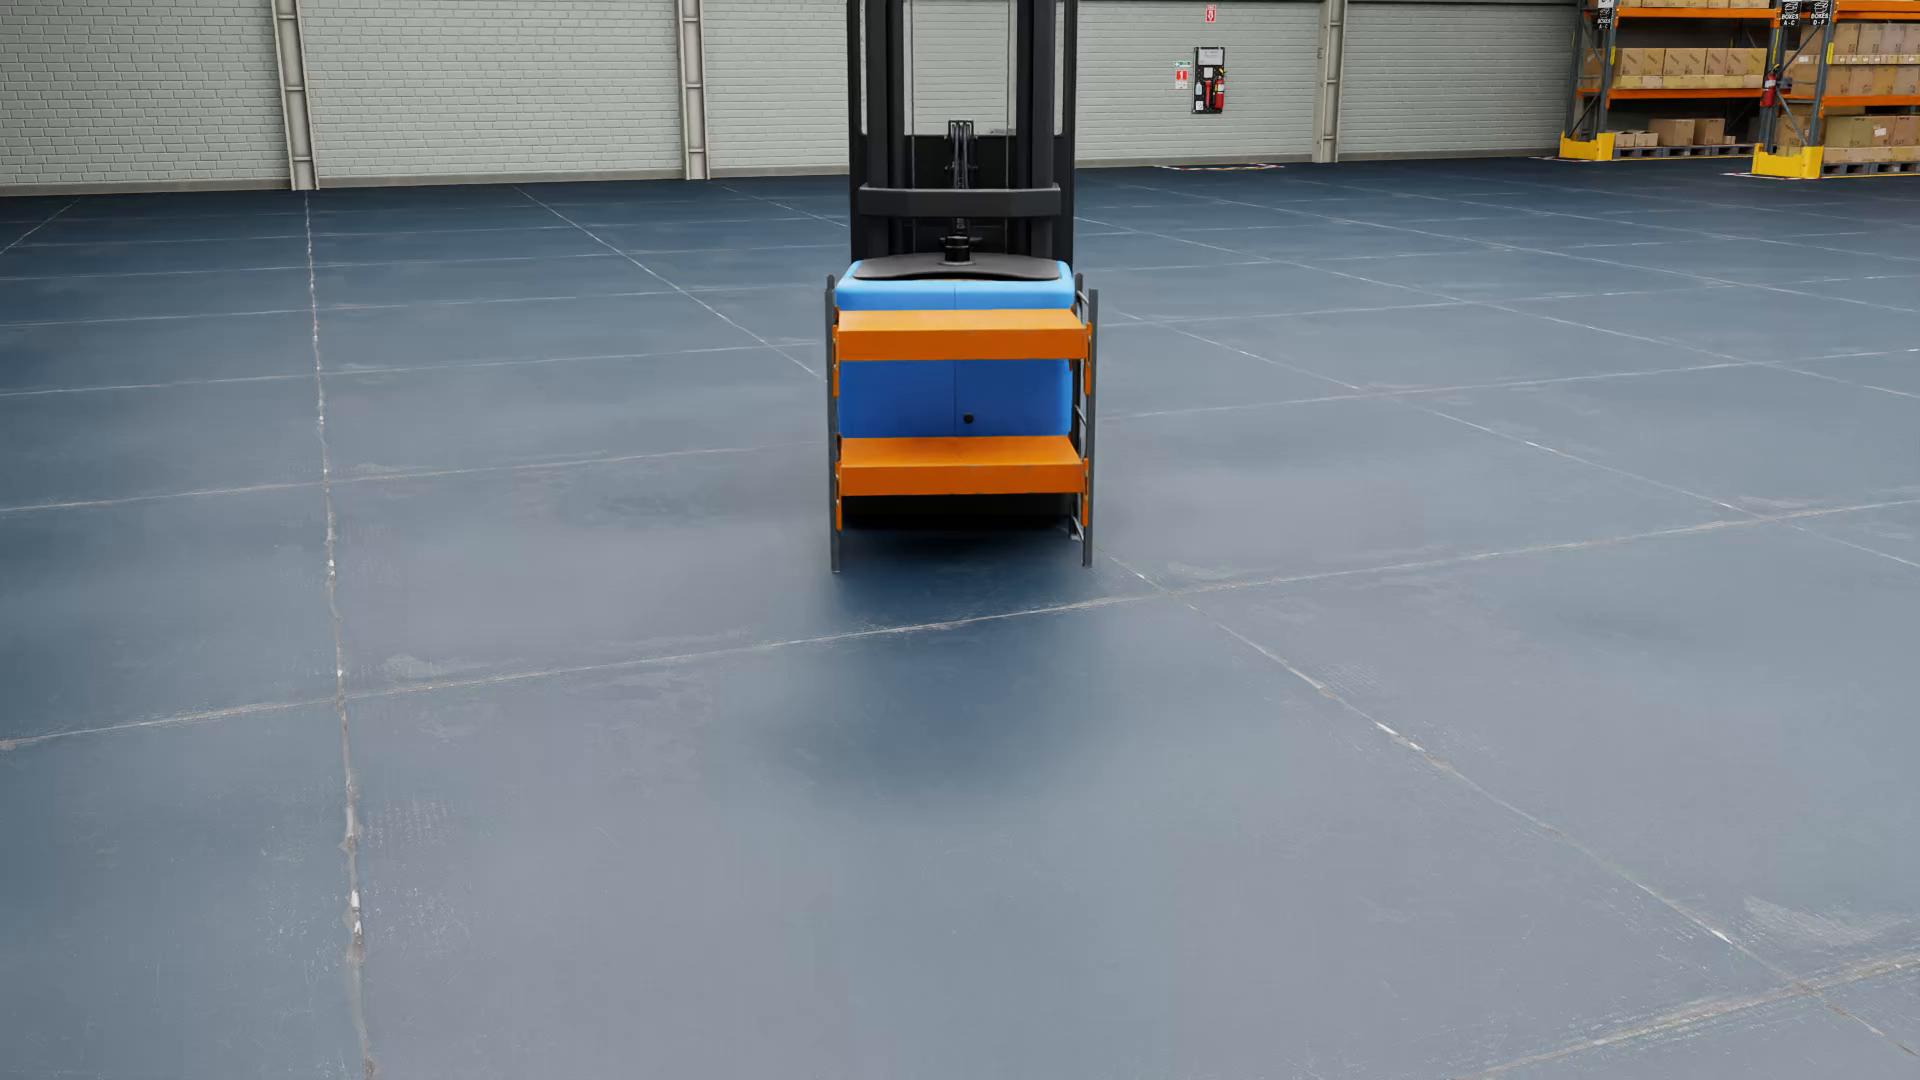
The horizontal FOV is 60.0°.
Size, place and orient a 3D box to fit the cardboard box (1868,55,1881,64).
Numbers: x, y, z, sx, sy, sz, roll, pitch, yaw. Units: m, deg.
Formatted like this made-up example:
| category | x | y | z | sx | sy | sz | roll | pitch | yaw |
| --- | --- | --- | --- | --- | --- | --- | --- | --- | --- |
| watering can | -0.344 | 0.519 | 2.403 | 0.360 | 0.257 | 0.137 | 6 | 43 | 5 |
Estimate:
| category | x | y | z | sx | sy | sz | roll | pitch | yaw |
| --- | --- | --- | --- | --- | --- | --- | --- | --- | --- |
| cardboard box | 15.073 | -8.002 | 27.694 | 0.250 | 0.149 | 0.380 | -6 | 18 | -21 |

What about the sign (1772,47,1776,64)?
| category | x | y | z | sx | sy | sz | roll | pitch | yaw |
| --- | --- | --- | --- | --- | --- | --- | --- | --- | --- |
| sign | 16.074 | -9.562 | 32.801 | 0.005 | 0.325 | 0.100 | -6 | 17 | -20 |

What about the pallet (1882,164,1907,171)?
| category | x | y | z | sx | sy | sz | roll | pitch | yaw |
| --- | --- | --- | --- | --- | --- | --- | --- | --- | --- |
| pallet | 16.891 | -6.579 | 29.127 | 1.213 | 0.211 | 1.003 | -6 | 17 | -20 |

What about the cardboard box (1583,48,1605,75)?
| category | x | y | z | sx | sy | sz | roll | pitch | yaw |
| --- | --- | --- | --- | --- | --- | --- | --- | --- | --- |
| cardboard box | 12.502 | -9.286 | 32.298 | 0.500 | 0.500 | 0.500 | -6 | 18 | -21 |

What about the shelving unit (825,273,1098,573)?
| category | x | y | z | sx | sy | sz | roll | pitch | yaw |
| --- | --- | --- | --- | --- | --- | --- | --- | --- | --- |
| shelving unit | -0.006 | -0.485 | 6.754 | 1.048 | 1.125 | 0.538 | -1 | 16 | -3 |

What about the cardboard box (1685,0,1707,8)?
| category | x | y | z | sx | sy | sz | roll | pitch | yaw |
| --- | --- | --- | --- | --- | --- | --- | --- | --- | --- |
| cardboard box | 14.030 | -10.508 | 32.021 | 0.500 | 0.500 | 0.500 | -5 | 17 | -17 |

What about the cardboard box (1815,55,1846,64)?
| category | x | y | z | sx | sy | sz | roll | pitch | yaw |
| --- | --- | --- | --- | --- | --- | --- | --- | --- | --- |
| cardboard box | 14.357 | -7.925 | 27.432 | 0.250 | 0.149 | 0.380 | -6 | 18 | -20 |

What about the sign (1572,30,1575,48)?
| category | x | y | z | sx | sy | sz | roll | pitch | yaw |
| --- | --- | --- | --- | --- | --- | --- | --- | --- | --- |
| sign | 11.958 | -9.741 | 32.329 | 0.005 | 0.325 | 0.100 | -6 | 17 | -20 |

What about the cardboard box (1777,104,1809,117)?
| category | x | y | z | sx | sy | sz | roll | pitch | yaw |
| --- | --- | --- | --- | --- | --- | --- | --- | --- | --- |
| cardboard box | 16.964 | -8.784 | 34.013 | 0.500 | 0.250 | 0.500 | -7 | 18 | -21 |

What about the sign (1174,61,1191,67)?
| category | x | y | z | sx | sy | sz | roll | pitch | yaw |
| --- | --- | --- | --- | --- | --- | --- | --- | --- | --- |
| sign | 4.012 | -8.581 | 29.990 | 0.331 | 0.109 | 0.001 | -6 | 17 | -20 |

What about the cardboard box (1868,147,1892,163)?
| category | x | y | z | sx | sy | sz | roll | pitch | yaw |
| --- | --- | --- | --- | --- | --- | --- | --- | --- | --- |
| cardboard box | 15.427 | -6.562 | 28.255 | 0.500 | 0.250 | 0.500 | -6 | 17 | -20 |

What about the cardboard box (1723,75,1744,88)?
| category | x | y | z | sx | sy | sz | roll | pitch | yaw |
| --- | --- | --- | --- | --- | --- | --- | --- | --- | --- |
| cardboard box | 15.071 | -9.051 | 32.827 | 0.500 | 0.250 | 0.500 | -6 | 17 | -20 |

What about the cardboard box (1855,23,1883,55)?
| category | x | y | z | sx | sy | sz | roll | pitch | yaw |
| --- | --- | --- | --- | --- | --- | --- | --- | --- | --- |
| cardboard box | 14.893 | -8.357 | 27.751 | 0.500 | 0.500 | 0.700 | -7 | 18 | -22 |

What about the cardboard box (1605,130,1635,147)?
| category | x | y | z | sx | sy | sz | roll | pitch | yaw |
| --- | --- | --- | --- | --- | --- | --- | --- | --- | --- |
| cardboard box | 12.816 | -7.853 | 32.507 | 0.500 | 0.311 | 0.500 | -8 | 18 | -26 |

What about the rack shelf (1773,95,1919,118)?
| category | x | y | z | sx | sy | sz | roll | pitch | yaw |
| --- | --- | --- | --- | --- | --- | --- | --- | --- | --- |
| rack shelf | 15.781 | -7.439 | 28.384 | 4.000 | 0.370 | 1.077 | -6 | 17 | -20 |

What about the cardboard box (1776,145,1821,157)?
| category | x | y | z | sx | sy | sz | roll | pitch | yaw |
| --- | --- | --- | --- | --- | --- | --- | --- | --- | --- |
| cardboard box | 14.309 | -6.597 | 28.373 | 0.500 | 0.250 | 0.500 | -6 | 17 | -20 |

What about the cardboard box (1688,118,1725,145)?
| category | x | y | z | sx | sy | sz | roll | pitch | yaw |
| --- | --- | --- | --- | --- | --- | --- | --- | --- | --- |
| cardboard box | 14.918 | -8.185 | 33.304 | 0.500 | 0.500 | 0.500 | -8 | 18 | -24 |

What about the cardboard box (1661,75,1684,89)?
| category | x | y | z | sx | sy | sz | roll | pitch | yaw |
| --- | --- | --- | --- | --- | --- | --- | --- | --- | --- |
| cardboard box | 13.665 | -8.895 | 32.295 | 0.500 | 0.250 | 0.500 | -6 | 18 | -21 |

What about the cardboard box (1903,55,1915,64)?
| category | x | y | z | sx | sy | sz | roll | pitch | yaw |
| --- | --- | --- | --- | --- | --- | --- | --- | --- | --- |
| cardboard box | 15.793 | -8.080 | 27.959 | 0.250 | 0.149 | 0.380 | -6 | 17 | -20 |

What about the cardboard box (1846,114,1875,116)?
| category | x | y | z | sx | sy | sz | roll | pitch | yaw |
| --- | --- | --- | --- | --- | --- | --- | --- | --- | --- |
| cardboard box | 15.704 | -7.112 | 28.796 | 0.500 | 0.500 | 0.500 | -6 | 17 | -20 |

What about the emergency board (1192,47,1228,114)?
| category | x | y | z | sx | sy | sz | roll | pitch | yaw |
| --- | --- | --- | --- | --- | --- | --- | --- | --- | --- |
| emergency board | 4.558 | -8.340 | 30.174 | 0.643 | 1.169 | 0.194 | -6 | 17 | -20 |

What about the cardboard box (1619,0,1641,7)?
| category | x | y | z | sx | sy | sz | roll | pitch | yaw |
| --- | --- | --- | --- | --- | --- | --- | --- | --- | --- |
| cardboard box | 12.539 | -10.350 | 31.484 | 0.500 | 0.500 | 0.500 | -6 | 17 | -19 |

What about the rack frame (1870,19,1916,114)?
| category | x | y | z | sx | sy | sz | roll | pitch | yaw |
| --- | --- | --- | --- | --- | --- | --- | --- | --- | --- |
| rack frame | 19.608 | -9.692 | 34.779 | 0.127 | 3.000 | 1.000 | -6 | 17 | -20 |

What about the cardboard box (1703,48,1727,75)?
| category | x | y | z | sx | sy | sz | roll | pitch | yaw |
| --- | --- | --- | --- | --- | --- | --- | --- | --- | --- |
| cardboard box | 14.604 | -9.358 | 32.540 | 0.500 | 0.500 | 0.500 | -7 | 18 | -22 |

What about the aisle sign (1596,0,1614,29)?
| category | x | y | z | sx | sy | sz | roll | pitch | yaw |
| --- | --- | --- | --- | --- | --- | --- | --- | --- | --- |
| aisle sign | 12.178 | -10.047 | 31.373 | 0.004 | 0.787 | 0.394 | -6 | 17 | -20 |

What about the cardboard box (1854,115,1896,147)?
| category | x | y | z | sx | sy | sz | roll | pitch | yaw |
| --- | --- | --- | --- | --- | --- | --- | --- | --- | --- |
| cardboard box | 15.423 | -6.925 | 28.160 | 0.500 | 0.500 | 0.500 | -6 | 17 | -20 |

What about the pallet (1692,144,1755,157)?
| category | x | y | z | sx | sy | sz | roll | pitch | yaw |
| --- | --- | --- | --- | --- | --- | --- | --- | --- | --- |
| pallet | 15.258 | -7.874 | 33.537 | 1.213 | 0.211 | 1.003 | -6 | 17 | -20 |

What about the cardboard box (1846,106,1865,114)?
| category | x | y | z | sx | sy | sz | roll | pitch | yaw |
| --- | --- | --- | --- | --- | --- | --- | --- | --- | --- |
| cardboard box | 18.400 | -8.936 | 34.531 | 0.500 | 0.250 | 0.500 | -6 | 17 | -19 |

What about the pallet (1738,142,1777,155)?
| category | x | y | z | sx | sy | sz | roll | pitch | yaw |
| --- | --- | --- | --- | --- | --- | --- | --- | --- | --- |
| pallet | 16.599 | -8.030 | 34.068 | 1.213 | 0.211 | 1.003 | -6 | 17 | -20 |

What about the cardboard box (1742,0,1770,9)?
| category | x | y | z | sx | sy | sz | roll | pitch | yaw |
| --- | --- | --- | --- | --- | --- | --- | --- | --- | --- |
| cardboard box | 15.487 | -10.669 | 32.571 | 0.500 | 0.500 | 0.500 | -6 | 17 | -19 |

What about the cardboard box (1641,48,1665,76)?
| category | x | y | z | sx | sy | sz | roll | pitch | yaw |
| --- | --- | --- | --- | --- | --- | --- | --- | --- | --- |
| cardboard box | 13.156 | -9.199 | 32.001 | 0.500 | 0.500 | 0.500 | -6 | 17 | -20 |

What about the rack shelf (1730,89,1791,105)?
| category | x | y | z | sx | sy | sz | roll | pitch | yaw |
| --- | --- | --- | --- | --- | --- | --- | --- | --- | --- |
| rack shelf | 17.740 | -9.145 | 34.194 | 4.000 | 0.370 | 1.077 | -6 | 17 | -20 |

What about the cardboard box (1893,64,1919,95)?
| category | x | y | z | sx | sy | sz | roll | pitch | yaw |
| --- | --- | --- | --- | --- | --- | --- | --- | --- | --- |
| cardboard box | 15.799 | -7.831 | 28.265 | 0.500 | 0.500 | 0.700 | -6 | 17 | -18 |

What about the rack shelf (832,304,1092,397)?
| category | x | y | z | sx | sy | sz | roll | pitch | yaw |
| --- | --- | --- | --- | --- | --- | --- | --- | --- | --- |
| rack shelf | -0.006 | -0.766 | 6.671 | 1.000 | 0.278 | 0.538 | -1 | 16 | -3 |

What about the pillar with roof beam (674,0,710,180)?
| category | x | y | z | sx | sy | sz | roll | pitch | yaw |
| --- | --- | --- | --- | --- | --- | --- | --- | --- | --- |
| pillar with roof beam | -2.786 | -9.115 | 22.166 | 0.400 | 9.000 | 9.100 | -6 | 17 | -20 |

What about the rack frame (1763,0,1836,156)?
| category | x | y | z | sx | sy | sz | roll | pitch | yaw |
| --- | --- | --- | --- | --- | --- | --- | --- | --- | --- |
| rack frame | 13.914 | -7.583 | 27.596 | 0.127 | 3.000 | 1.000 | -6 | 17 | -20 |

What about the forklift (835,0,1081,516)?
| category | x | y | z | sx | sy | sz | roll | pitch | yaw |
| --- | --- | --- | --- | --- | --- | --- | --- | --- | --- |
| forklift | 0.016 | -1.870 | 8.266 | 1.130 | 2.935 | 3.031 | 0 | 16 | 1 |

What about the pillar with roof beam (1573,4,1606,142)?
| category | x | y | z | sx | sy | sz | roll | pitch | yaw |
| --- | --- | --- | --- | --- | --- | --- | --- | --- | --- |
| pillar with roof beam | 14.022 | -10.930 | 28.346 | 0.400 | 9.000 | 9.100 | -6 | 17 | -20 |

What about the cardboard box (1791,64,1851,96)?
| category | x | y | z | sx | sy | sz | roll | pitch | yaw |
| --- | --- | --- | --- | --- | --- | --- | --- | --- | --- |
| cardboard box | 14.354 | -7.674 | 27.731 | 0.500 | 0.500 | 0.700 | -6 | 17 | -20 |

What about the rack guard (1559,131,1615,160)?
| category | x | y | z | sx | sy | sz | roll | pitch | yaw |
| --- | --- | --- | --- | --- | --- | --- | --- | --- | --- |
| rack guard | 12.209 | -7.694 | 32.411 | 0.348 | 0.500 | 1.175 | -6 | 17 | -20 |
